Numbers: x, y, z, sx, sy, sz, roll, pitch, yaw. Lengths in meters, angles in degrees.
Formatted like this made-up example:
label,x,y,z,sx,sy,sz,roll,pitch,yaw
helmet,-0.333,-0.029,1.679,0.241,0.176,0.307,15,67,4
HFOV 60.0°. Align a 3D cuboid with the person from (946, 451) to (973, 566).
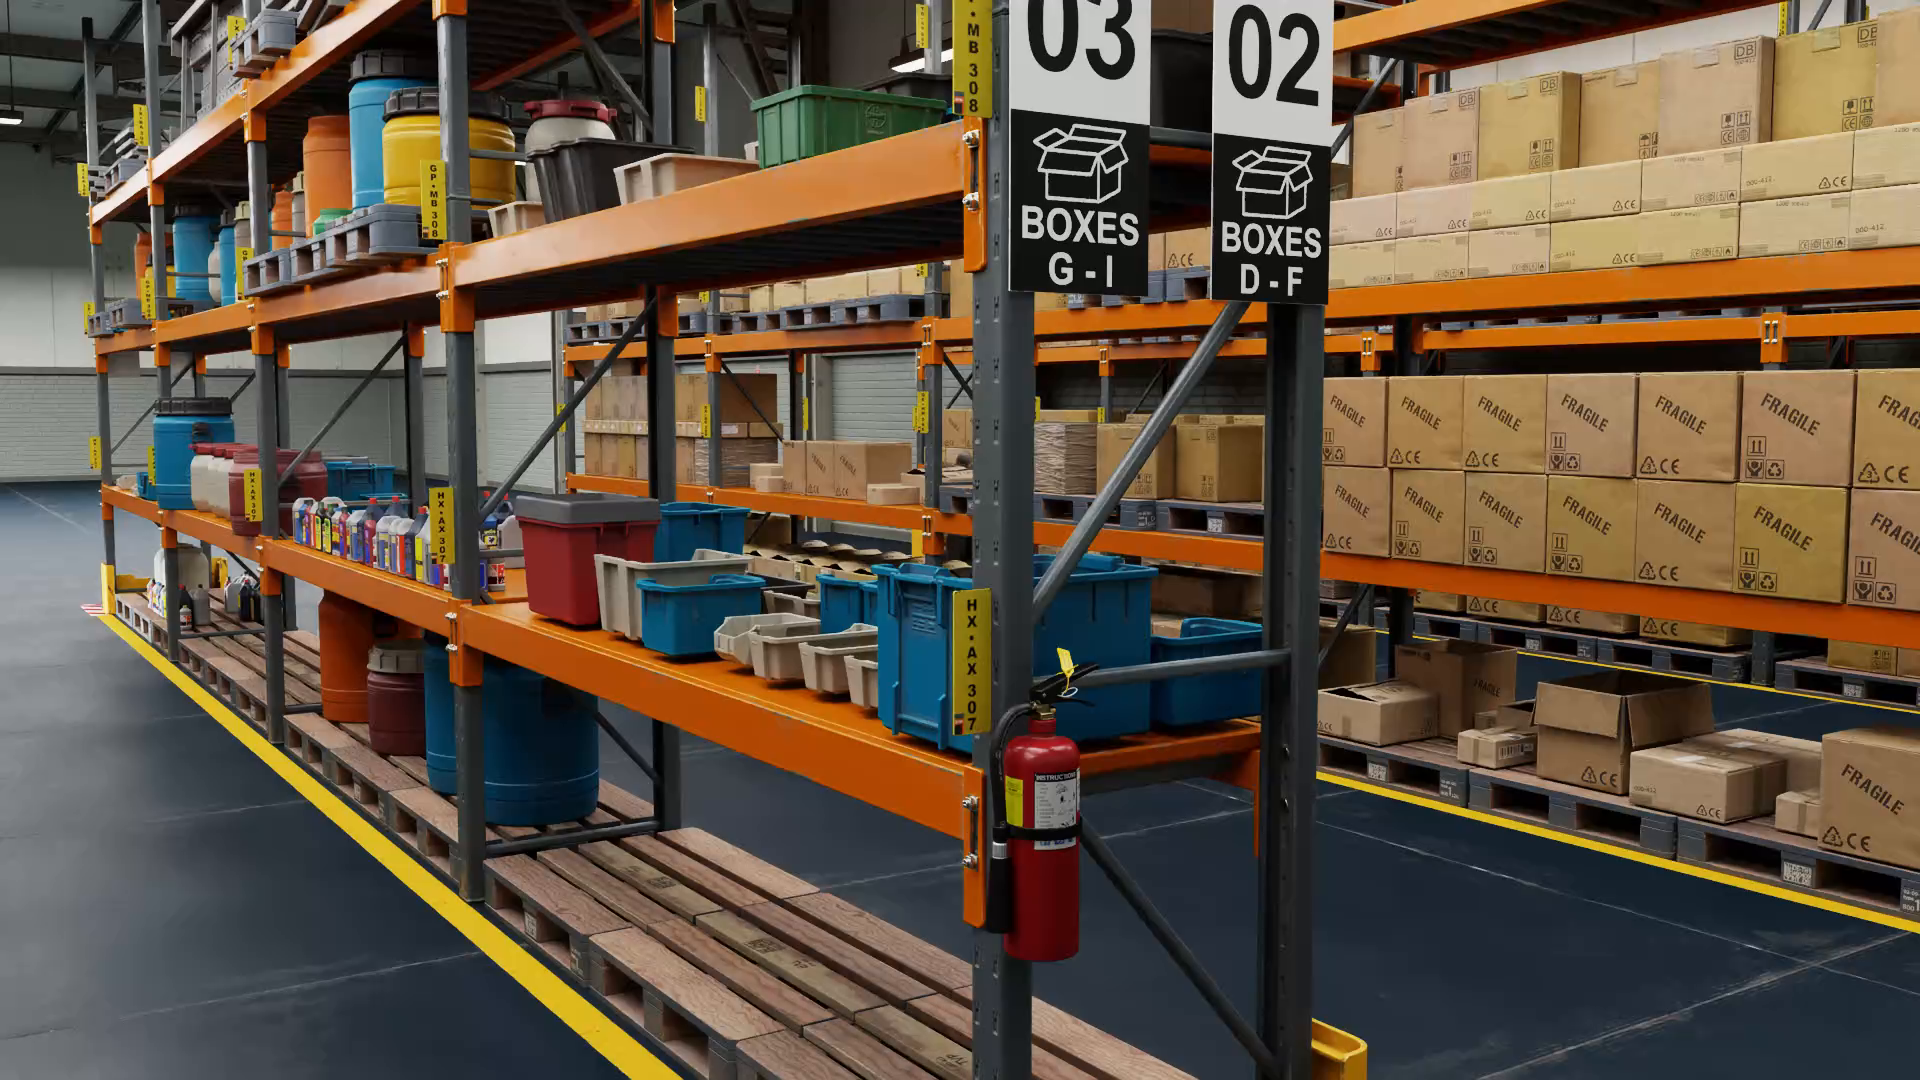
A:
label,x,y,z,sx,sy,sz,roll,pitch,yaw
person,-0.004,-0.113,17.516,0.449,1.655,0.500,-3,6,-33
